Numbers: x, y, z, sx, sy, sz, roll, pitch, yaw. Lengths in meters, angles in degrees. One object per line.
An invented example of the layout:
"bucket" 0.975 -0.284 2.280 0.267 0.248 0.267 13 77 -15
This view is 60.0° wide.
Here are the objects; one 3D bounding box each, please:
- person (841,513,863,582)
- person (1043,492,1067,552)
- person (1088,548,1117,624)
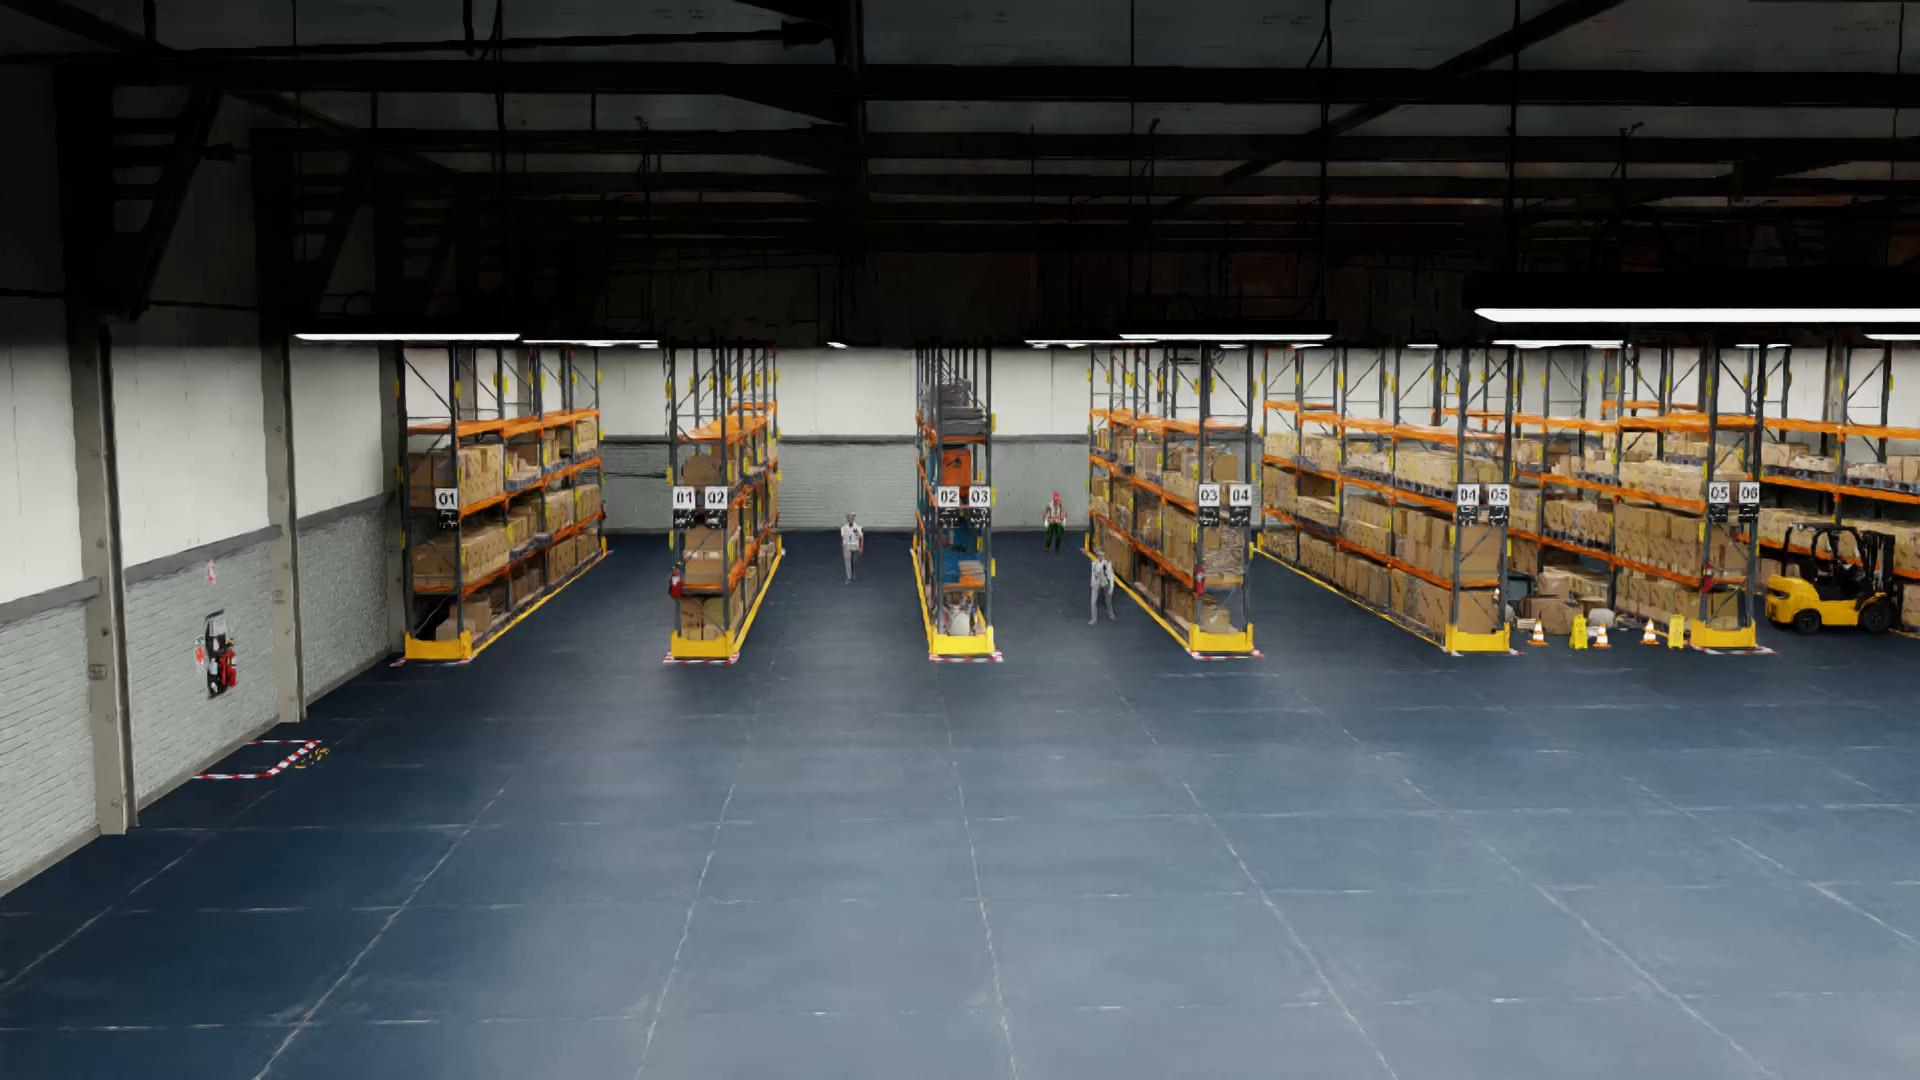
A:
"person" -2.680 0.177 41.366 0.554 1.701 1.031 0 7 -4
"person" 2.700 -0.499 47.261 0.677 1.741 0.552 0 7 -4
"person" 3.007 0.940 35.062 0.521 1.609 0.934 2 7 18
